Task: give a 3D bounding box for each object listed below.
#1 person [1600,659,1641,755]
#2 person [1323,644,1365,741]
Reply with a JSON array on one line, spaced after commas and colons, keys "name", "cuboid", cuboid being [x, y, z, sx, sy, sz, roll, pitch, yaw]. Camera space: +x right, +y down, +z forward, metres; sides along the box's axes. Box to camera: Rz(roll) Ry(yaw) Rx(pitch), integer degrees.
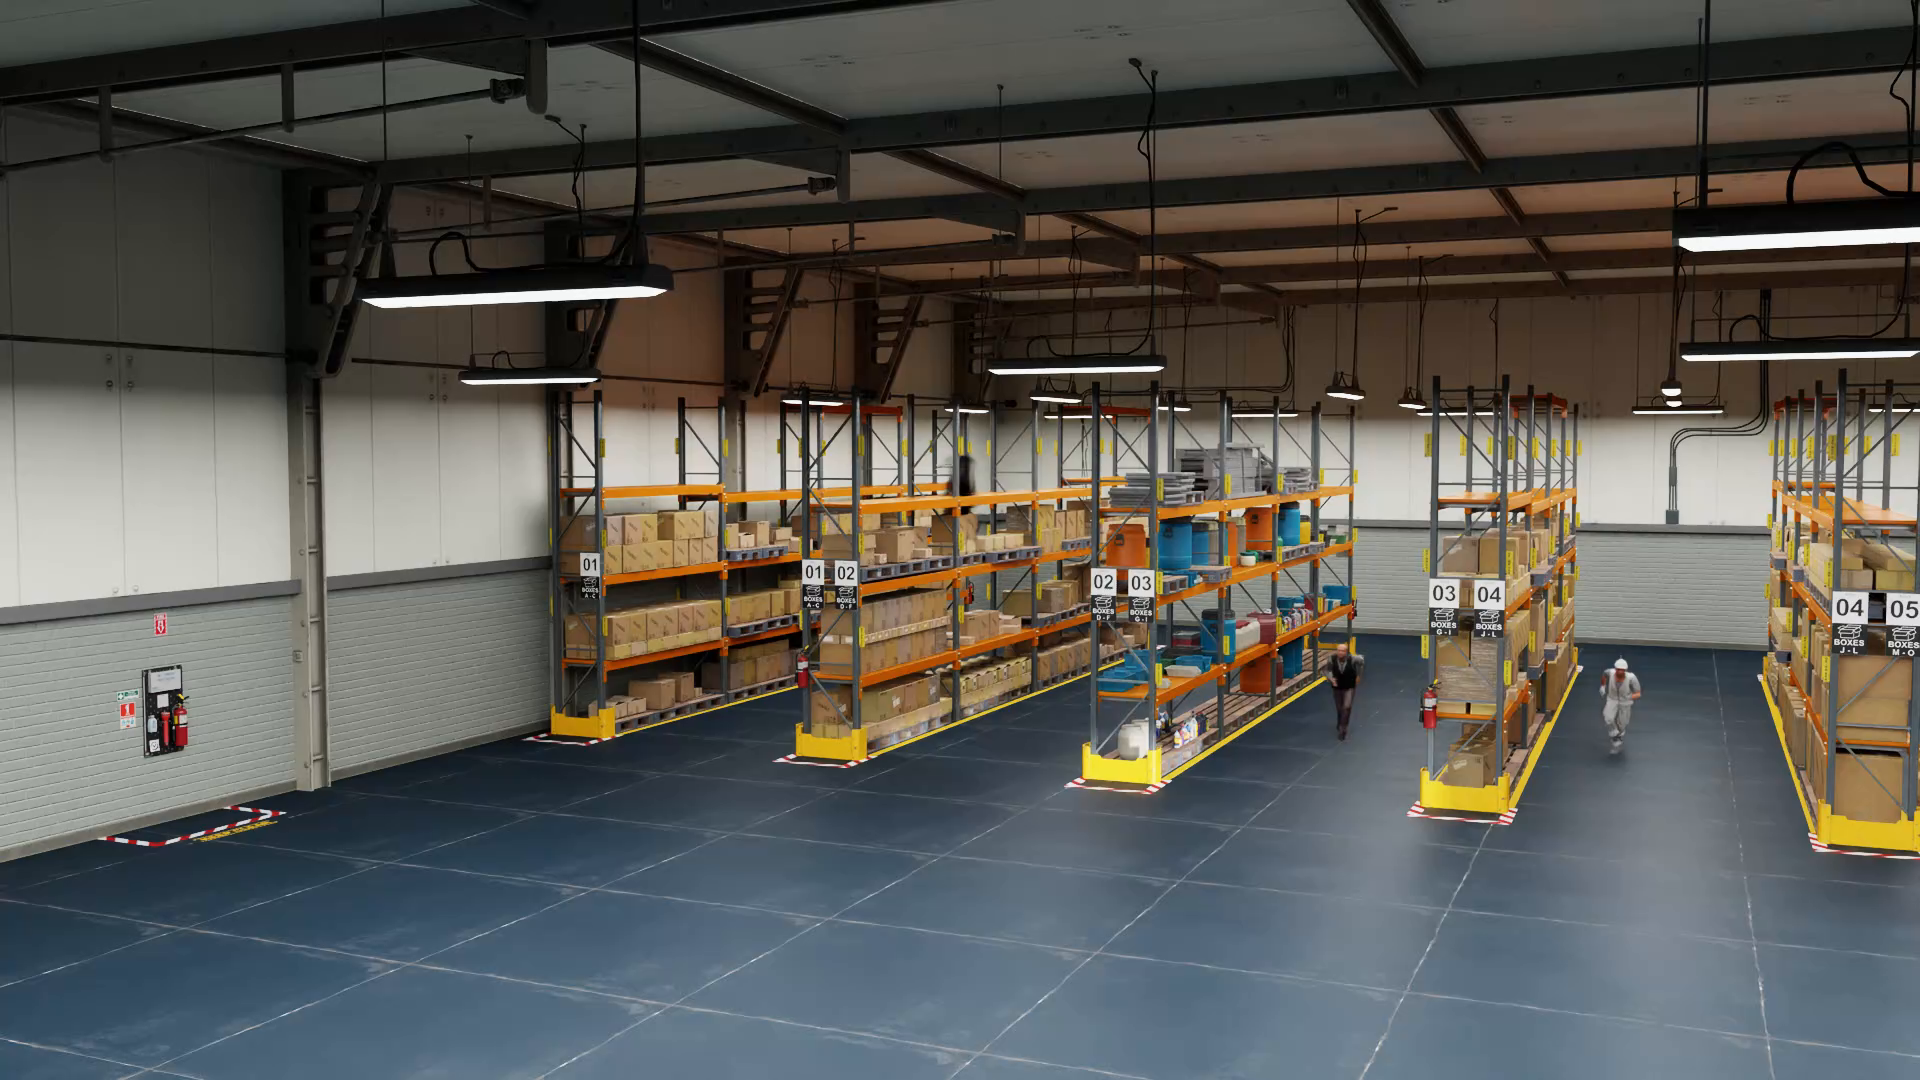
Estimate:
[{"name": "person", "cuboid": [10.800, 2.691, 27.209, 0.661, 1.578, 1.124, 1, 3, 25]}, {"name": "person", "cuboid": [6.648, 2.603, 28.848, 0.678, 1.681, 1.012, 1, 3, 12]}]
